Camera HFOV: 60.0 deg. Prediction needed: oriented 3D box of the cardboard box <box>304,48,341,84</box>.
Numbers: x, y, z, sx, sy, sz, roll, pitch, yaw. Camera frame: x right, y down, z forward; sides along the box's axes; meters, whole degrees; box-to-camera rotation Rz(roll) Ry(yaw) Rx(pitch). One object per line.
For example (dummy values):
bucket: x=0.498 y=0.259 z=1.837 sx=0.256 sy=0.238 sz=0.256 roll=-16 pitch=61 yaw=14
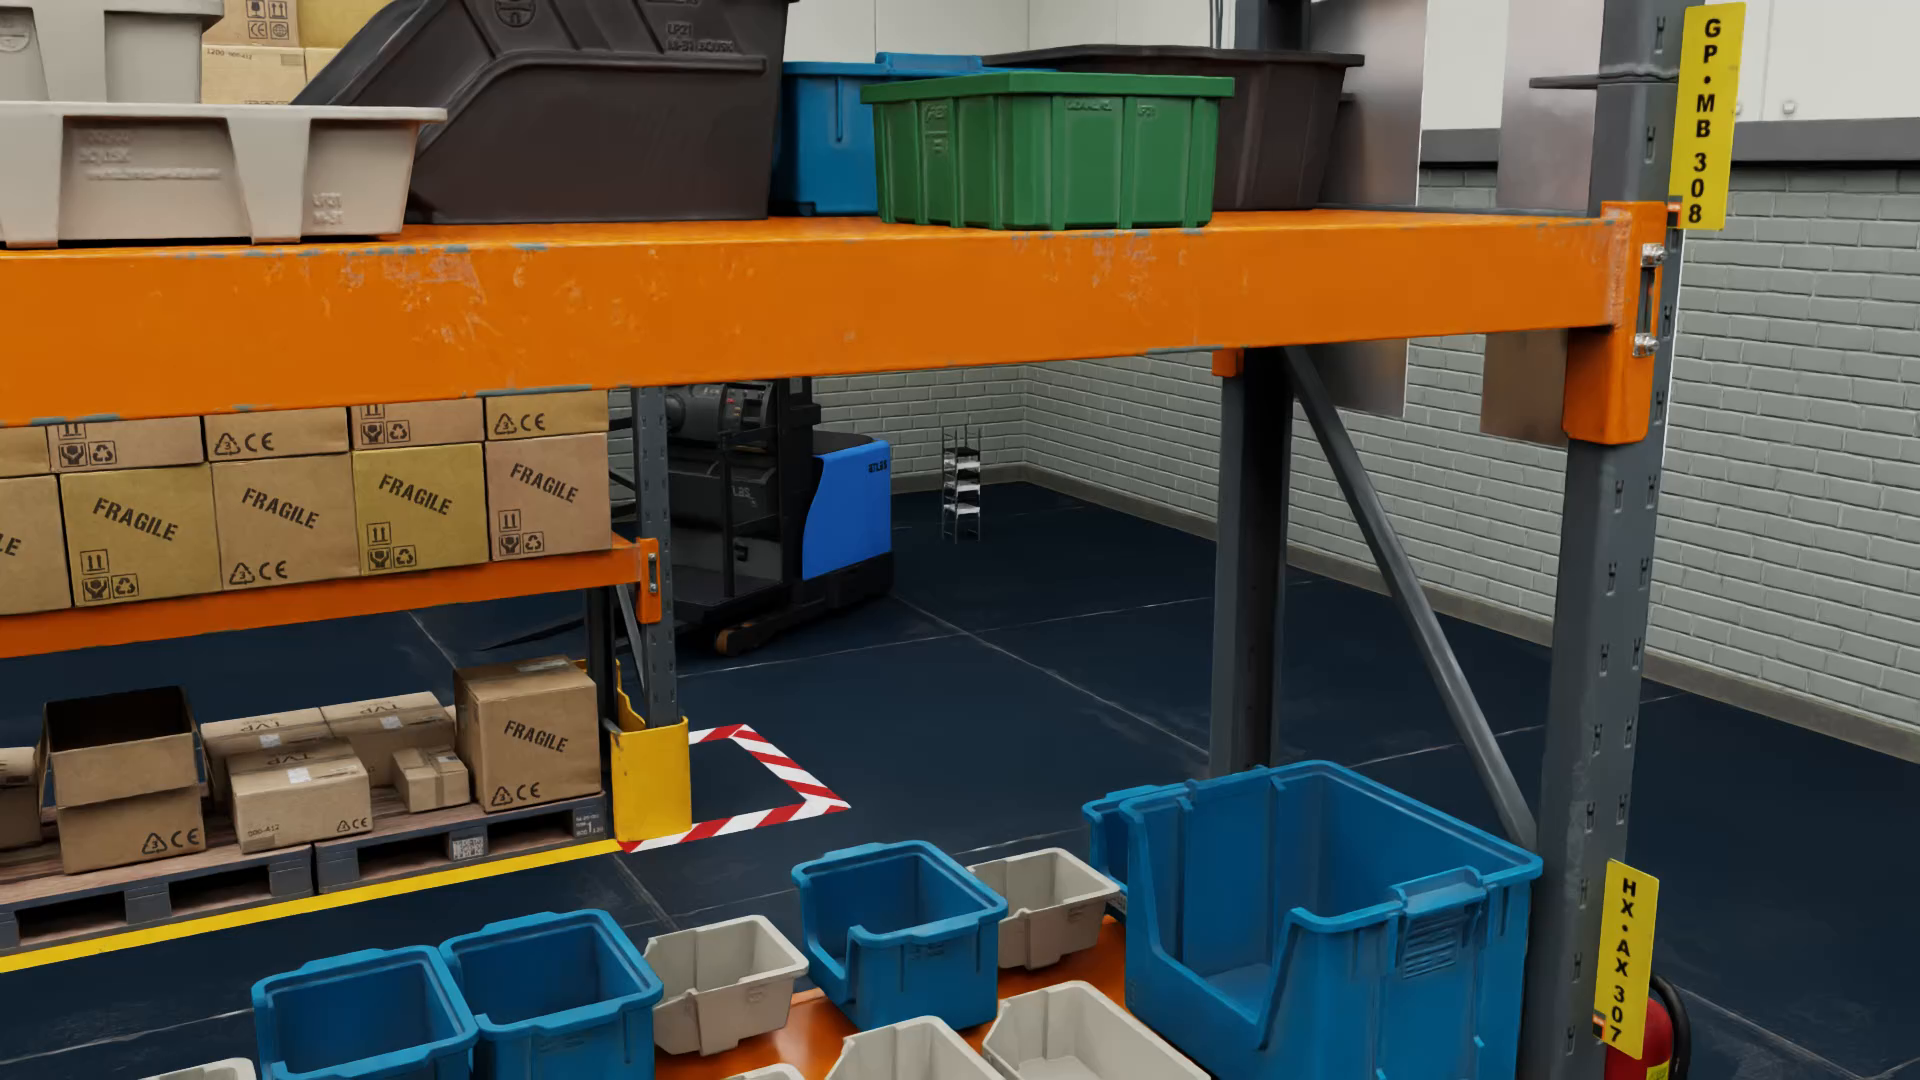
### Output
cardboard box: x=-2.302 y=-1.756 z=6.450 sx=0.500 sy=0.250 sz=0.500 roll=-7 pitch=14 yaw=-28

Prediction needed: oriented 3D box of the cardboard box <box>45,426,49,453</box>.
cardboard box: x=-3.835 y=-0.604 z=6.455 sx=0.500 sy=0.500 sz=0.500 roll=-7 pitch=14 yaw=-27

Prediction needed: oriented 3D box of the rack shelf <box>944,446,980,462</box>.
rack shelf: x=0.007 y=-0.671 z=12.962 sx=0.200 sy=0.077 sz=0.258 roll=-7 pitch=14 yaw=-28

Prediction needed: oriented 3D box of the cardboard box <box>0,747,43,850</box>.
cardboard box: x=-4.023 y=1.047 z=6.747 sx=0.500 sy=0.311 sz=0.500 roll=-7 pitch=14 yaw=-28

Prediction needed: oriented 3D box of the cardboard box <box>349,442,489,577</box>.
cardboard box: x=-2.251 y=-0.171 z=6.812 sx=0.500 sy=0.500 sz=0.500 roll=-7 pitch=14 yaw=-27

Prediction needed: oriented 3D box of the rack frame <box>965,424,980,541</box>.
rack frame: x=0.096 y=-0.451 z=13.062 sx=0.006 sy=0.900 sz=0.240 roll=-7 pitch=14 yaw=-28

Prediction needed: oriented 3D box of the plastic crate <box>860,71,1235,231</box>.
plastic crate: x=0.107 y=-0.524 z=2.255 sx=0.336 sy=0.188 sz=0.450 roll=-7 pitch=14 yaw=-28

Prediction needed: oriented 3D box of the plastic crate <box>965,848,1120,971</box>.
plastic crate: x=0.140 y=0.757 z=3.377 sx=0.298 sy=0.136 sz=0.250 roll=-7 pitch=14 yaw=-28

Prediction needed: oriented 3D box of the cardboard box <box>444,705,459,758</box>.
cardboard box: x=-2.286 y=0.894 z=7.755 sx=0.250 sy=0.166 sz=0.380 roll=-7 pitch=14 yaw=-28

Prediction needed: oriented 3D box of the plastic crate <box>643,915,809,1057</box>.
plastic crate: x=-0.456 y=0.829 z=3.060 sx=0.298 sy=0.136 sz=0.250 roll=-7 pitch=14 yaw=-28

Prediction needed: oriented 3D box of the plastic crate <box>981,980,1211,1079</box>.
plastic crate: x=0.207 y=0.898 z=2.753 sx=0.243 sy=0.136 sz=0.396 roll=-7 pitch=14 yaw=-28

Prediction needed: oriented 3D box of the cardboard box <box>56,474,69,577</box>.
cardboard box: x=-3.828 y=-0.117 z=6.567 sx=0.500 sy=0.500 sz=0.500 roll=-6 pitch=14 yaw=-27

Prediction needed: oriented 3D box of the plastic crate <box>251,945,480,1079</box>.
plastic crate: x=-0.958 y=0.862 z=2.690 sx=0.300 sy=0.233 sz=0.416 roll=-7 pitch=14 yaw=-28

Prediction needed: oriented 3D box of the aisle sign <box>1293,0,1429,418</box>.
aisle sign: x=0.756 y=-0.656 z=3.270 sx=0.004 sy=0.787 sz=0.394 roll=-7 pitch=14 yaw=-28

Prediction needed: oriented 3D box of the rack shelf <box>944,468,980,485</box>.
rack shelf: x=0.007 y=-0.495 z=13.002 sx=0.200 sy=0.077 sz=0.258 roll=-7 pitch=14 yaw=-28

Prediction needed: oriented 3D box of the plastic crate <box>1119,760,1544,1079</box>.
plastic crate: x=0.631 y=0.702 z=2.940 sx=0.499 sy=0.435 sz=0.616 roll=-7 pitch=14 yaw=-28

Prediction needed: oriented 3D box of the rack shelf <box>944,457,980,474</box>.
rack shelf: x=0.007 y=-0.583 z=12.982 sx=0.200 sy=0.077 sz=0.258 roll=-7 pitch=14 yaw=-28

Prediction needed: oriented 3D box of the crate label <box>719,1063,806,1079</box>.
crate label: x=-0.288 y=0.959 z=2.479 sx=0.243 sy=0.136 sz=0.396 roll=-7 pitch=14 yaw=-28

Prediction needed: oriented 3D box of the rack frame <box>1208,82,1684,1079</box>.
rack frame: x=0.836 y=0.677 z=3.267 sx=0.127 sy=3.000 sz=1.000 roll=-7 pitch=14 yaw=-28

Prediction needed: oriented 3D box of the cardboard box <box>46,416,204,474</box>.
cardboard box: x=-3.140 y=-0.552 z=6.223 sx=0.500 sy=0.500 sz=0.500 roll=-6 pitch=14 yaw=-26

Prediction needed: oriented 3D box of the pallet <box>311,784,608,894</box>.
pallet: x=-2.301 y=1.175 z=7.408 sx=1.213 sy=0.211 sz=1.003 roll=-7 pitch=14 yaw=-28

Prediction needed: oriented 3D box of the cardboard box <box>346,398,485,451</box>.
cardboard box: x=-2.237 y=-0.661 z=6.709 sx=0.500 sy=0.500 sz=0.500 roll=-6 pitch=14 yaw=-26

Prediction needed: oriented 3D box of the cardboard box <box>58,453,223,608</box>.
cardboard box: x=-3.134 y=-0.067 z=6.348 sx=0.500 sy=0.500 sz=0.500 roll=-7 pitch=14 yaw=-29

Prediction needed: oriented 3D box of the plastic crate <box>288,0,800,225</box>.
plastic crate: x=-0.637 y=-0.648 z=2.466 sx=0.767 sy=0.338 sz=0.504 roll=-7 pitch=14 yaw=-28

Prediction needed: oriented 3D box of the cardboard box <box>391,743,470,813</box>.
cardboard box: x=-2.292 y=1.020 z=7.196 sx=0.250 sy=0.166 sz=0.380 roll=-7 pitch=14 yaw=-28

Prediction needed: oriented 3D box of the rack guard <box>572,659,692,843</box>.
rack guard: x=-1.601 y=0.950 z=7.749 sx=0.348 sy=0.500 sz=1.175 roll=-7 pitch=14 yaw=-28

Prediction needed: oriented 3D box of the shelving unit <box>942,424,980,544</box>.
shelving unit: x=0.007 y=-0.440 z=13.014 sx=0.210 sy=0.900 sz=0.258 roll=-7 pitch=14 yaw=-28

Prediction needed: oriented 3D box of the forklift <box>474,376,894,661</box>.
forklift: x=-1.660 y=-0.844 z=10.184 sx=1.130 sy=2.935 sz=3.031 roll=8 pitch=15 yaw=31

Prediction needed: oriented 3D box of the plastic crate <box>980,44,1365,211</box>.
plastic crate: x=0.364 y=-0.735 z=3.011 sx=0.590 sy=0.269 sz=0.497 roll=-7 pitch=14 yaw=-28

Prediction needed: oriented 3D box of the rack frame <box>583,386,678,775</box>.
rack frame: x=-1.535 y=-0.278 z=7.511 sx=0.127 sy=3.000 sz=1.000 roll=-7 pitch=14 yaw=-28

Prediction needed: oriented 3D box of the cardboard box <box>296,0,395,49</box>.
cardboard box: x=-2.457 y=-2.184 z=6.645 sx=0.500 sy=0.500 sz=0.700 roll=-7 pitch=14 yaw=-28

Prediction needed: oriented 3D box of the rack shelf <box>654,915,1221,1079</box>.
rack shelf: x=-0.920 y=1.239 z=2.411 sx=4.000 sy=0.370 sz=1.077 roll=-7 pitch=14 yaw=-28

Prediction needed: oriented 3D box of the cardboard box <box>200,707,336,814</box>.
cardboard box: x=-3.025 y=0.957 z=7.285 sx=0.500 sy=0.250 sz=0.500 roll=-7 pitch=14 yaw=-28

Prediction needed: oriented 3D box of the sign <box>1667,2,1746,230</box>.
sign: x=1.113 y=-0.631 z=2.486 sx=0.005 sy=0.325 sz=0.100 roll=-7 pitch=14 yaw=-28
